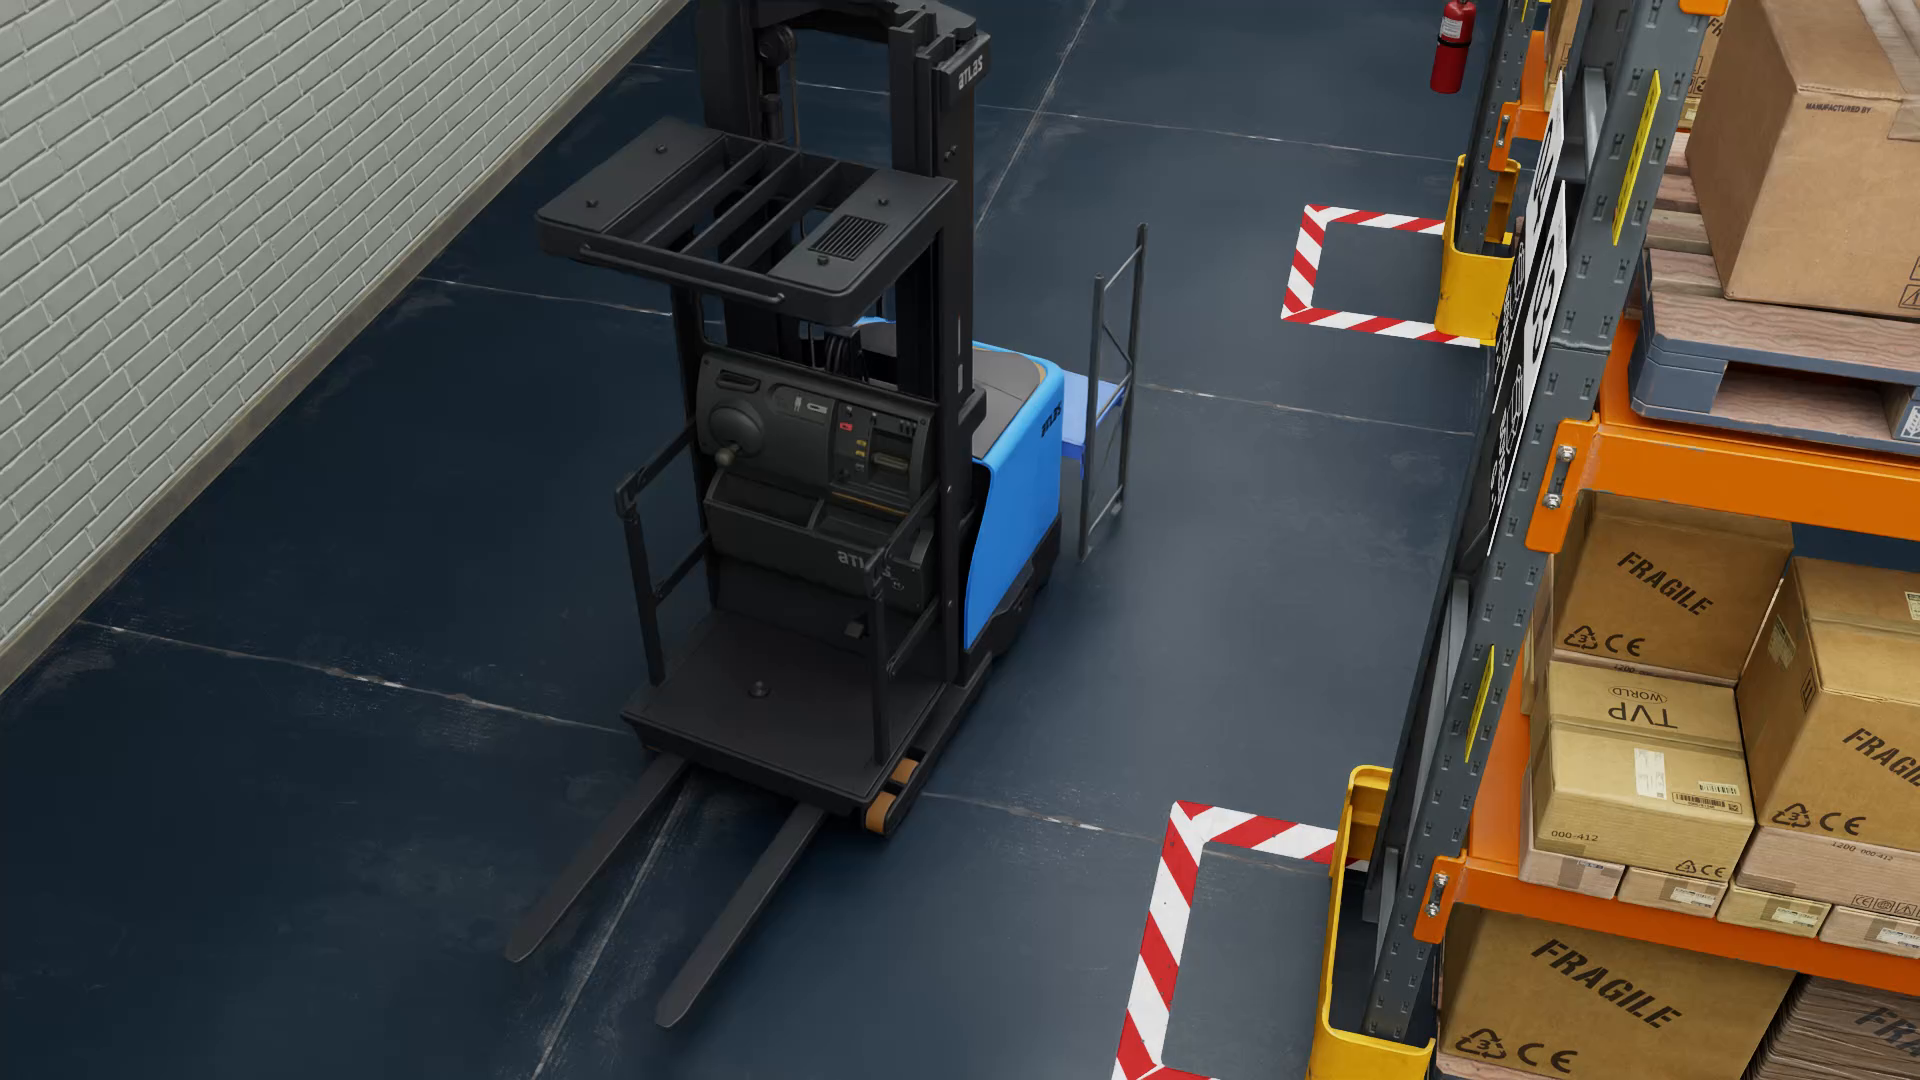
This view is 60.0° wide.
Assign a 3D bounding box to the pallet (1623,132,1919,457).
[{"bbox_3d":[2.176,-0.564,3.826,1.213,0.211,1.003,10,41,11],"label":"pallet"}]

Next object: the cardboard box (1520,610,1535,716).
[{"bbox_3d":[1.886,0.384,5.155,0.250,0.149,0.380,11,41,12],"label":"cardboard box"}]

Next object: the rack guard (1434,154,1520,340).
[{"bbox_3d":[2.910,-1.661,9.339,0.348,0.500,1.175,10,41,11],"label":"rack guard"}]

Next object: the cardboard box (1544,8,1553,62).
[{"bbox_3d":[3.225,-2.656,8.776,0.250,0.149,0.380,10,41,11],"label":"cardboard box"}]

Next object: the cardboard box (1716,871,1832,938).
[{"bbox_3d":[2.210,0.878,4.568,0.250,0.149,0.380,9,41,10],"label":"cardboard box"}]

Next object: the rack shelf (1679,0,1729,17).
[{"bbox_3d":[3.389,-1.103,2.936,4.000,0.370,1.077,10,41,11],"label":"rack shelf"}]

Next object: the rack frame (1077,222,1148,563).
[{"bbox_3d":[0.666,-0.619,7.321,0.032,1.500,0.500,18,43,20],"label":"rack frame"}]

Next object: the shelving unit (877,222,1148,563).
[{"bbox_3d":[0.213,-0.768,7.498,1.048,1.500,0.538,18,43,20],"label":"shelving unit"}]

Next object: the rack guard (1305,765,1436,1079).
[{"bbox_3d":[1.434,1.387,5.710,0.348,0.500,1.175,10,41,11],"label":"rack guard"}]

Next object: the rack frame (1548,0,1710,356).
[{"bbox_3d":[1.457,-1.864,2.972,0.127,3.000,1.000,10,41,11],"label":"rack frame"}]

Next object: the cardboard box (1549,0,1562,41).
[{"bbox_3d":[3.338,-2.868,8.524,0.500,0.500,0.500,11,41,12],"label":"cardboard box"}]

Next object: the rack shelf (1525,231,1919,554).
[{"bbox_3d":[3.389,-0.107,3.772,4.000,0.370,1.077,10,41,11],"label":"rack shelf"}]

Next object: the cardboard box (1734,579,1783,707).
[{"bbox_3d":[2.484,0.378,4.853,0.500,0.250,0.500,9,41,11],"label":"cardboard box"}]

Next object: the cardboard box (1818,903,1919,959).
[{"bbox_3d":[2.463,0.921,4.517,0.250,0.149,0.380,9,41,11],"label":"cardboard box"}]

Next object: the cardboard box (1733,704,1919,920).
[{"bbox_3d":[2.355,0.707,4.461,0.500,0.250,0.500,9,41,11],"label":"cardboard box"}]

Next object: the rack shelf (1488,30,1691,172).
[{"bbox_3d":[4.769,-2.023,8.386,4.000,0.370,1.077,10,41,11],"label":"rack shelf"}]

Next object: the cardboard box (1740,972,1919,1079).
[{"bbox_3d":[2.975,1.294,5.202,0.875,0.875,0.875,10,41,11],"label":"cardboard box"}]

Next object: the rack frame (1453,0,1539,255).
[{"bbox_3d":[2.837,-2.631,8.550,0.127,3.000,1.000,10,41,11],"label":"rack frame"}]

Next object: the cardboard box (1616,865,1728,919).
[{"bbox_3d":[1.963,0.836,4.618,0.250,0.149,0.380,9,41,11],"label":"cardboard box"}]

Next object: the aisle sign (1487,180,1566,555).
[{"bbox_3d":[1.310,-0.388,3.858,0.004,0.787,0.394,10,41,11],"label":"aisle sign"}]

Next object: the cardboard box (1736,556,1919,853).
[{"bbox_3d":[2.334,0.421,4.219,0.500,0.500,0.500,9,41,10],"label":"cardboard box"}]

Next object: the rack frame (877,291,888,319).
[{"bbox_3d":[-0.239,-0.916,7.675,0.032,1.500,0.500,18,43,20],"label":"rack frame"}]

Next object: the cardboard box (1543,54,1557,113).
[{"bbox_3d":[3.065,-2.277,8.325,0.250,0.149,0.380,9,41,11],"label":"cardboard box"}]

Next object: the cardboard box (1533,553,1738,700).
[{"bbox_3d":[1.994,0.293,4.954,0.500,0.250,0.500,9,41,11],"label":"cardboard box"}]

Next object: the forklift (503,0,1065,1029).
[{"bbox_3d":[-0.626,-0.313,5.843,1.130,2.935,3.031,17,43,19],"label":"forklift"}]

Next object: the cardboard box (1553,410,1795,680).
[{"bbox_3d":[1.996,0.008,4.711,0.500,0.500,0.500,10,41,12],"label":"cardboard box"}]

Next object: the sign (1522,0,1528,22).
[{"bbox_3d":[2.697,-2.625,7.871,0.005,0.325,0.100,10,41,11],"label":"sign"}]

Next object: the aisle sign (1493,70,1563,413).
[{"bbox_3d":[1.465,-0.760,4.301,0.004,0.787,0.394,10,41,11],"label":"aisle sign"}]

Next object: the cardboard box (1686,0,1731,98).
[{"bbox_3d":[3.723,-2.464,8.042,0.500,0.500,0.500,10,41,12],"label":"cardboard box"}]

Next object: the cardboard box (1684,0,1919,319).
[{"bbox_3d":[1.973,-0.899,3.674,0.500,0.500,0.700,7,41,9],"label":"cardboard box"}]

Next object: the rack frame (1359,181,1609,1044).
[{"bbox_3d":[1.457,0.434,4.901,0.127,3.000,1.000,10,41,11],"label":"rack frame"}]

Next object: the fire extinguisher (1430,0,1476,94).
[{"bbox_3d":[2.713,-2.787,9.086,0.183,0.674,0.296,10,41,11],"label":"fire extinguisher"}]

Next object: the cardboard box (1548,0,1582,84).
[{"bbox_3d":[3.199,-2.537,8.129,0.500,0.500,0.500,12,41,13],"label":"cardboard box"}]

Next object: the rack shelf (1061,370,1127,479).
[{"bbox_3d":[0.213,-0.630,7.613,1.000,0.185,0.538,18,43,20],"label":"rack shelf"}]

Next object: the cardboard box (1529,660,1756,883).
[{"bbox_3d":[1.851,0.625,4.559,0.500,0.250,0.500,9,41,10],"label":"cardboard box"}]

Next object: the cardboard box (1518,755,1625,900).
[{"bbox_3d":[1.715,0.794,4.668,0.250,0.149,0.380,10,41,12],"label":"cardboard box"}]

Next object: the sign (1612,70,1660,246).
[{"bbox_3d":[1.308,-0.736,3.221,0.005,0.325,0.100,10,41,11],"label":"sign"}]

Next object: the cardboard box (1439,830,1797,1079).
[{"bbox_3d":[2.096,1.143,5.382,0.875,0.875,0.875,10,41,11],"label":"cardboard box"}]

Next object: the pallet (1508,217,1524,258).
[{"bbox_3d":[3.686,-1.394,9.245,1.213,0.211,1.003,10,41,11],"label":"pallet"}]

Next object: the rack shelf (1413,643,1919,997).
[{"bbox_3d":[3.389,1.042,4.737,4.000,0.370,1.077,10,41,11],"label":"rack shelf"}]

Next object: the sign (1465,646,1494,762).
[{"bbox_3d":[1.308,0.416,4.188,0.005,0.325,0.100,10,41,11],"label":"sign"}]

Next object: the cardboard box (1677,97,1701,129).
[{"bbox_3d":[3.568,-2.183,8.212,0.250,0.149,0.380,9,41,10],"label":"cardboard box"}]

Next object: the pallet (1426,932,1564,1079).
[{"bbox_3d":[2.250,1.586,5.698,1.213,0.211,1.003,10,41,11],"label":"pallet"}]
